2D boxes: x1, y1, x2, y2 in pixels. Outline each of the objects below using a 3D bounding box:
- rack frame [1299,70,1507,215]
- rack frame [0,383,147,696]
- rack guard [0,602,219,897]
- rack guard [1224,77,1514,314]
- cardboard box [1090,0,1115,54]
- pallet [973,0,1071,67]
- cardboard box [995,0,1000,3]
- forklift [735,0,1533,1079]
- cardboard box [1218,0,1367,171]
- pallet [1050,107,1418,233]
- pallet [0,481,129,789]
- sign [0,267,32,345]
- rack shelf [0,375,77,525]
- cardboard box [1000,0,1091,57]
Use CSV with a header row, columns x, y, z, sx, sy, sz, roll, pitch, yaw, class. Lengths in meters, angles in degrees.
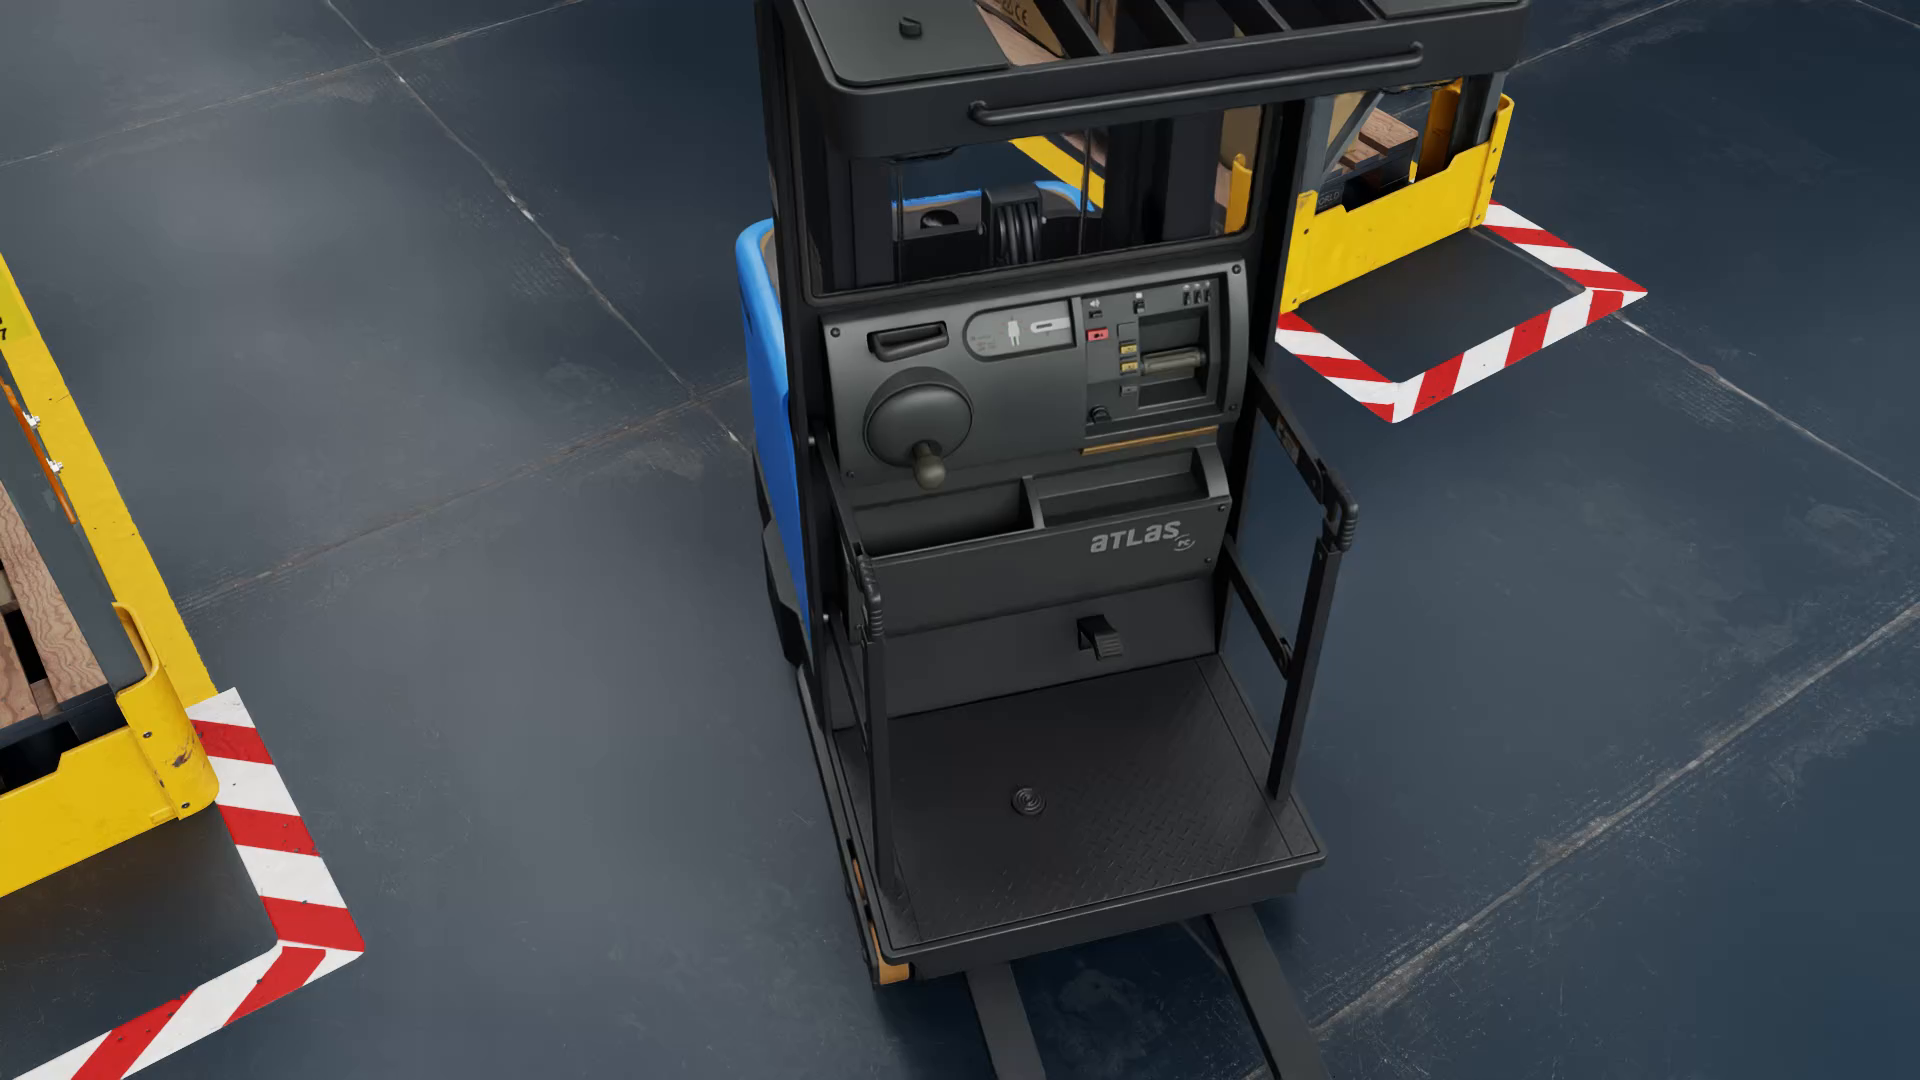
x,y,z,sx,sy,sz,roll,pitch,yaw,class
1.573,-2.182,5.364,1.000,3.000,0.127,-26,49,-24,rack frame
-2.489,-0.226,3.314,1.000,3.000,0.127,-26,49,-24,rack frame
-2.571,0.654,4.203,1.175,0.500,0.348,-26,49,-24,rack guard
1.530,-1.321,6.272,1.175,0.500,0.348,-26,49,-24,rack guard
0.860,-2.115,6.800,0.500,0.500,0.500,-14,45,-14,cardboard box
0.400,-2.381,7.591,1.003,0.211,1.213,-26,49,-24,pallet
0.234,-2.811,7.528,0.500,0.500,0.500,-30,51,-28,cardboard box
0.233,-0.272,3.412,1.130,2.935,3.031,-10,45,-11,forklift
1.230,-1.790,6.459,0.500,0.500,0.500,-17,46,-17,cardboard box
1.094,-1.691,6.868,1.003,0.211,1.213,-26,49,-24,pallet
-3.032,0.296,4.787,1.003,0.211,1.213,-26,49,-24,pallet
-2.036,-0.541,3.443,0.100,0.325,0.005,-26,49,-24,sign
-3.633,-1.098,4.749,1.077,0.370,4.000,-26,49,-24,rack shelf
0.517,-2.477,7.179,0.500,0.500,0.500,-21,48,-21,cardboard box
